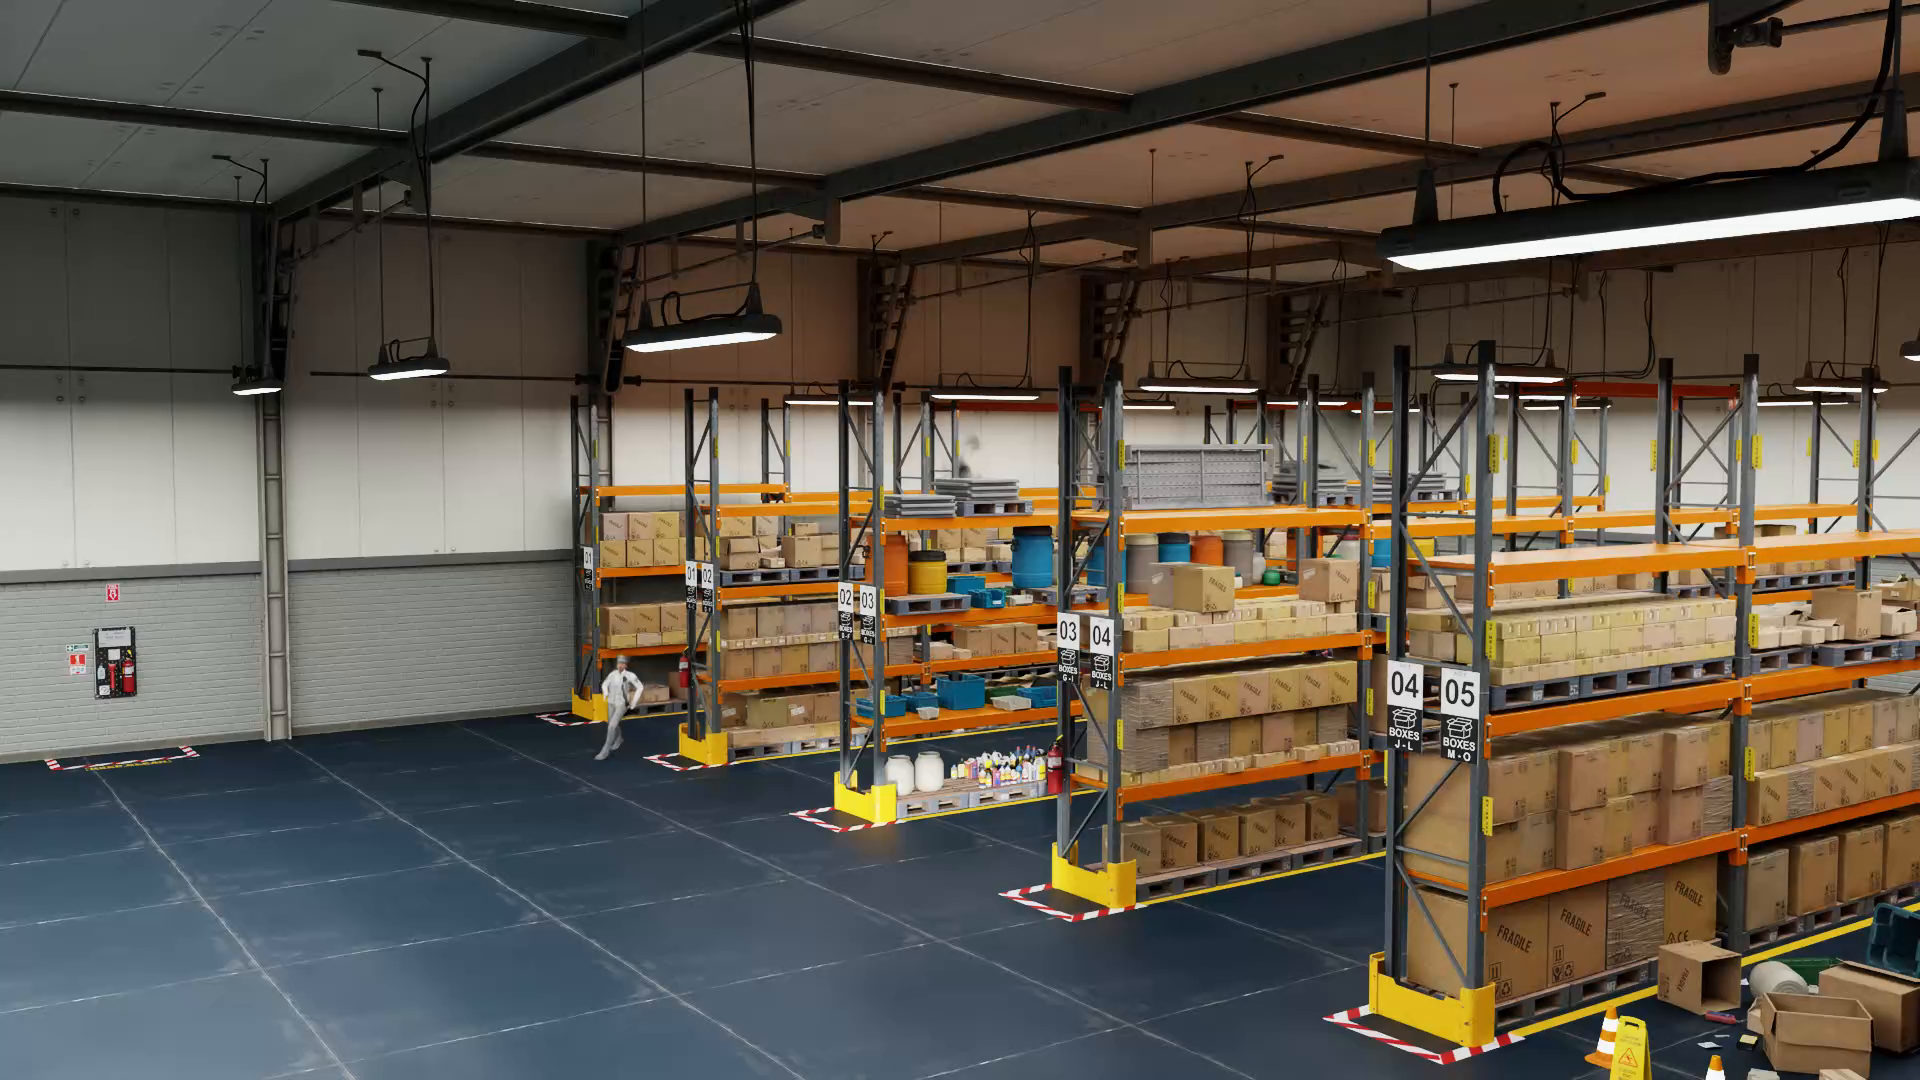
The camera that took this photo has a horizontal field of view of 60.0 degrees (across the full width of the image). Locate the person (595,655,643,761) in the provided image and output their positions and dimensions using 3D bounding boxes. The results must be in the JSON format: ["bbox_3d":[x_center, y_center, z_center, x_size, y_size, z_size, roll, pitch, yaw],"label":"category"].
[{"bbox_3d":[-5.557,2.691,27.063,0.676,1.674,0.917,1,4,21],"label":"person"}]
